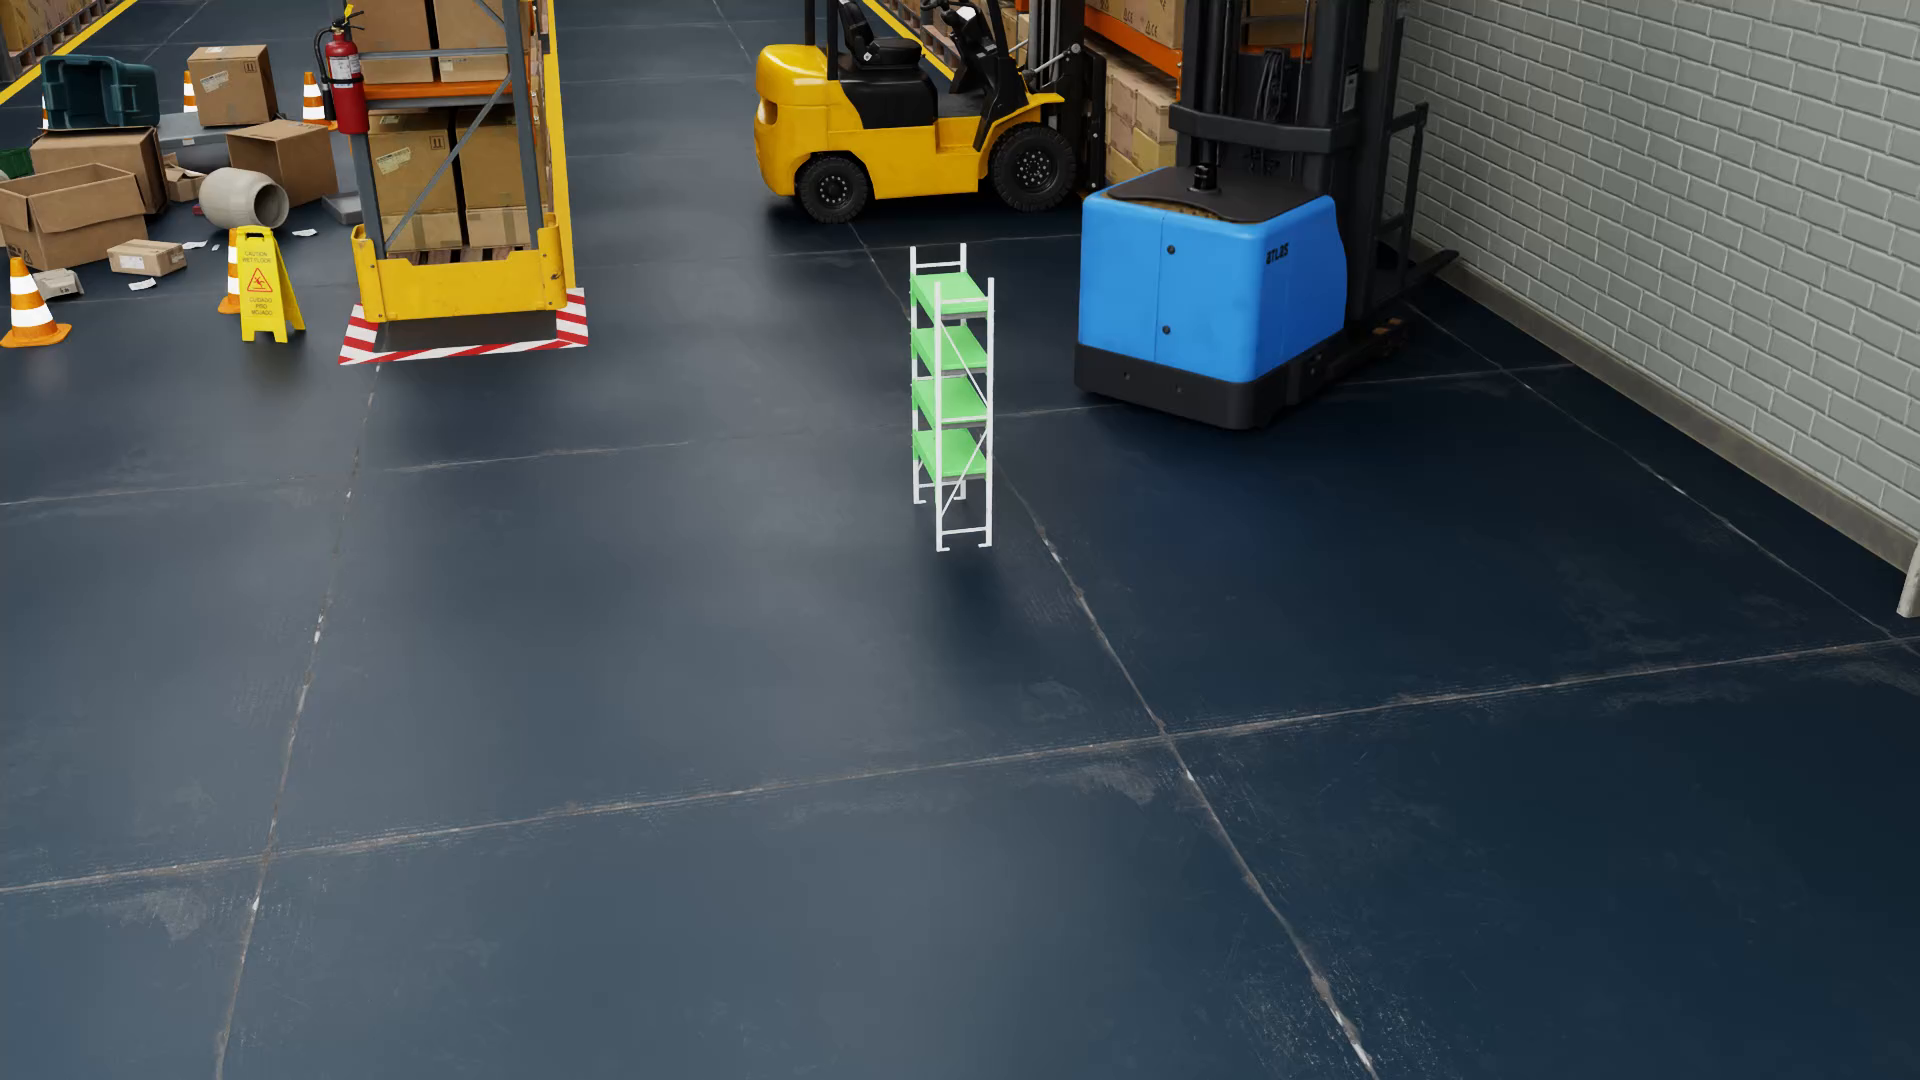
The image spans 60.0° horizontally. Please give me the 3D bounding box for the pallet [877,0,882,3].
[{"bbox_3d":[-0.603,-6.889,20.665,1.003,0.211,1.213,-6,27,-12],"label":"pallet"}]

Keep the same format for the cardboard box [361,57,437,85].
[{"bbox_3d":[-3.247,-2.744,9.637,0.380,0.149,0.250,-5,27,-10],"label":"cardboard box"}]

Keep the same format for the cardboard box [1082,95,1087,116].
[{"bbox_3d":[1.118,-3.250,12.392,0.500,0.250,0.500,-6,27,-12],"label":"cardboard box"}]

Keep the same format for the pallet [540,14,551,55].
[{"bbox_3d":[-4.861,-5.335,17.585,1.003,0.211,1.213,-6,27,-12],"label":"pallet"}]

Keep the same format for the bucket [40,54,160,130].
[{"bbox_3d":[-6.378,-3.314,12.434,0.726,0.611,0.620,3,17,6],"label":"bucket"}]

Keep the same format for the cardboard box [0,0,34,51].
[{"bbox_3d":[-9.468,-5.087,16.307,0.500,0.500,0.500,-7,28,-14],"label":"cardboard box"}]

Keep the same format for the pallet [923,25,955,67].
[{"bbox_3d":[0.226,-5.121,17.162,1.003,0.211,1.213,-6,27,-12],"label":"pallet"}]

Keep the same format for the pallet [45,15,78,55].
[{"bbox_3d":[-10.003,-5.312,17.539,1.003,0.211,1.213,-6,27,-12],"label":"pallet"}]

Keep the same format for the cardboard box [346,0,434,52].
[{"bbox_3d":[-3.345,-3.102,9.625,0.500,0.500,0.500,-6,27,-13],"label":"cardboard box"}]

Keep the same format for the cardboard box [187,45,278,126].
[{"bbox_3d":[-5.583,-3.498,12.785,0.500,0.500,0.500,-6,27,-12],"label":"cardboard box"}]

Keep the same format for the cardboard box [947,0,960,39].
[{"bbox_3d":[0.360,-5.298,16.586,0.875,0.625,0.625,-5,27,-10],"label":"cardboard box"}]

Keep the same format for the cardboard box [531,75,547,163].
[{"bbox_3d":[-3.099,-2.851,11.323,0.500,0.500,0.500,-5,27,-11],"label":"cardboard box"}]

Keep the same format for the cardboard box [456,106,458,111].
[{"bbox_3d":[-3.616,-2.785,11.192,0.500,0.500,0.500,-7,28,-13],"label":"cardboard box"}]

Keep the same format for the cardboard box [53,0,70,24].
[{"bbox_3d":[-9.819,-5.756,17.633,0.500,0.500,0.500,-7,28,-13],"label":"cardboard box"}]

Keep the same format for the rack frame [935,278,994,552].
[{"bbox_3d":[0.018,-0.501,6.911,0.240,1.200,0.015,-6,27,-12],"label":"rack frame"}]

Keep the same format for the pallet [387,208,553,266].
[{"bbox_3d":[-3.120,-1.863,10.706,1.003,0.211,1.213,-6,27,-12],"label":"pallet"}]

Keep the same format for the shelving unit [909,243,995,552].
[{"bbox_3d":[-0.037,-0.608,7.124,0.258,1.200,0.503,-6,27,-12],"label":"shelving unit"}]

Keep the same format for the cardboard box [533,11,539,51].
[{"bbox_3d":[-4.639,-4.991,16.260,0.950,0.372,0.625,-8,28,-15],"label":"cardboard box"}]

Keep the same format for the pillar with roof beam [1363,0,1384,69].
[{"bbox_3d":[-1.592,-5.858,8.869,9.100,9.000,0.400,-6,27,-12],"label":"pillar with roof beam"}]

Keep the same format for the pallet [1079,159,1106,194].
[{"bbox_3d":[1.397,-2.841,12.644,1.003,0.211,1.213,-6,27,-12],"label":"pallet"}]

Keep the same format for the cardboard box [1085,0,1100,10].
[{"bbox_3d":[1.167,-4.127,11.986,0.500,0.500,0.500,-6,27,-11],"label":"cardboard box"}]

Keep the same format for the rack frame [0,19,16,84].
[{"bbox_3d":[-9.557,-5.679,15.172,1.000,3.000,0.127,-6,27,-12],"label":"rack frame"}]

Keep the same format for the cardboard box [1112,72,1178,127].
[{"bbox_3d":[1.353,-3.020,11.380,0.500,0.250,0.500,-5,27,-11],"label":"cardboard box"}]

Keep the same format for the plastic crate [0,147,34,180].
[{"bbox_3d":[-7.340,-2.750,12.426,0.450,0.188,0.662,-2,25,20],"label":"plastic crate"}]

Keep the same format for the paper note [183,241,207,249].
[{"bbox_3d":[-5.152,-1.984,11.160,0.148,0.019,0.142,3,27,6],"label":"paper note"}]

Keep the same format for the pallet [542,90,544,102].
[{"bbox_3d":[-4.032,-3.567,14.082,1.003,0.211,1.213,-6,27,-12],"label":"pallet"}]

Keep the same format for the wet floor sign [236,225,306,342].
[{"bbox_3d":[-3.954,-1.471,9.448,0.267,0.644,0.232,3,27,6],"label":"wet floor sign"}]

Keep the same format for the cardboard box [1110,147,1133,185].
[{"bbox_3d":[1.365,-2.573,11.604,0.500,0.250,0.500,-6,27,-12],"label":"cardboard box"}]

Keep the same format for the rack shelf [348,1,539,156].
[{"bbox_3d":[-3.405,-3.271,11.199,1.077,0.370,4.000,-6,27,-12],"label":"rack shelf"}]

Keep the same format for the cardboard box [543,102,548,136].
[{"bbox_3d":[-3.460,-3.198,12.842,0.500,0.250,0.500,-5,27,-9],"label":"cardboard box"}]

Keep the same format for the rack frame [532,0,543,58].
[{"bbox_3d":[-4.757,-6.226,16.256,1.000,3.000,0.127,-6,27,-12],"label":"rack frame"}]

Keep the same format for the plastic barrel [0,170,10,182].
[{"bbox_3d":[-6.905,-2.430,11.596,0.512,0.421,0.421,13,30,24],"label":"plastic barrel"}]

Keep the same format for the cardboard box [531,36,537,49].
[{"bbox_3d":[-3.461,-3.532,12.672,0.500,0.500,0.500,-6,27,-12],"label":"cardboard box"}]

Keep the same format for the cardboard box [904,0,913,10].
[{"bbox_3d":[-0.329,-6.188,18.488,0.500,0.500,0.500,-6,27,-12],"label":"cardboard box"}]

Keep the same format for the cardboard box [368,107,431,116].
[{"bbox_3d":[-3.537,-2.778,10.458,0.380,0.149,0.250,-5,27,-10],"label":"cardboard box"}]

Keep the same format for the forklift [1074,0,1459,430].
[{"bbox_3d":[1.898,-2.449,8.849,1.130,2.935,3.031,19,33,33],"label":"forklift"}]

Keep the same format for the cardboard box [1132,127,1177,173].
[{"bbox_3d":[1.467,-2.585,11.072,0.500,0.250,0.500,-6,27,-12],"label":"cardboard box"}]

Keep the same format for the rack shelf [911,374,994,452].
[{"bbox_3d":[-0.037,-0.551,7.152,0.258,0.148,0.480,-6,27,-12],"label":"rack shelf"}]

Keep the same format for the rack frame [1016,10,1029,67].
[{"bbox_3d":[0.980,-4.976,13.779,1.000,3.000,0.127,-6,27,-12],"label":"rack frame"}]

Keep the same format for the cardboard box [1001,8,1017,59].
[{"bbox_3d":[0.851,-4.331,14.671,0.875,0.625,0.625,-5,27,-9],"label":"cardboard box"}]

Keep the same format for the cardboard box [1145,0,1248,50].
[{"bbox_3d":[1.514,-3.454,10.652,0.500,0.500,0.500,-7,28,-13],"label":"cardboard box"}]

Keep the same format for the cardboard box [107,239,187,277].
[{"bbox_3d":[-5.217,-1.811,10.673,0.380,0.149,0.250,8,28,15],"label":"cardboard box"}]

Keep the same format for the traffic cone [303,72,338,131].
[{"bbox_3d":[-5.499,-3.740,14.145,0.336,0.463,0.334,-6,27,-12],"label":"traffic cone"}]

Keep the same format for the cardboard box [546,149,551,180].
[{"bbox_3d":[-3.109,-2.519,11.498,0.500,0.250,0.500,-4,27,-8],"label":"cardboard box"}]

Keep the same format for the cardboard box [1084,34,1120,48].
[{"bbox_3d":[1.012,-3.695,12.717,0.500,0.250,0.500,-5,27,-10],"label":"cardboard box"}]

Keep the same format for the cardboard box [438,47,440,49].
[{"bbox_3d":[-2.900,-2.881,9.908,0.380,0.149,0.250,-6,27,-11],"label":"cardboard box"}]
